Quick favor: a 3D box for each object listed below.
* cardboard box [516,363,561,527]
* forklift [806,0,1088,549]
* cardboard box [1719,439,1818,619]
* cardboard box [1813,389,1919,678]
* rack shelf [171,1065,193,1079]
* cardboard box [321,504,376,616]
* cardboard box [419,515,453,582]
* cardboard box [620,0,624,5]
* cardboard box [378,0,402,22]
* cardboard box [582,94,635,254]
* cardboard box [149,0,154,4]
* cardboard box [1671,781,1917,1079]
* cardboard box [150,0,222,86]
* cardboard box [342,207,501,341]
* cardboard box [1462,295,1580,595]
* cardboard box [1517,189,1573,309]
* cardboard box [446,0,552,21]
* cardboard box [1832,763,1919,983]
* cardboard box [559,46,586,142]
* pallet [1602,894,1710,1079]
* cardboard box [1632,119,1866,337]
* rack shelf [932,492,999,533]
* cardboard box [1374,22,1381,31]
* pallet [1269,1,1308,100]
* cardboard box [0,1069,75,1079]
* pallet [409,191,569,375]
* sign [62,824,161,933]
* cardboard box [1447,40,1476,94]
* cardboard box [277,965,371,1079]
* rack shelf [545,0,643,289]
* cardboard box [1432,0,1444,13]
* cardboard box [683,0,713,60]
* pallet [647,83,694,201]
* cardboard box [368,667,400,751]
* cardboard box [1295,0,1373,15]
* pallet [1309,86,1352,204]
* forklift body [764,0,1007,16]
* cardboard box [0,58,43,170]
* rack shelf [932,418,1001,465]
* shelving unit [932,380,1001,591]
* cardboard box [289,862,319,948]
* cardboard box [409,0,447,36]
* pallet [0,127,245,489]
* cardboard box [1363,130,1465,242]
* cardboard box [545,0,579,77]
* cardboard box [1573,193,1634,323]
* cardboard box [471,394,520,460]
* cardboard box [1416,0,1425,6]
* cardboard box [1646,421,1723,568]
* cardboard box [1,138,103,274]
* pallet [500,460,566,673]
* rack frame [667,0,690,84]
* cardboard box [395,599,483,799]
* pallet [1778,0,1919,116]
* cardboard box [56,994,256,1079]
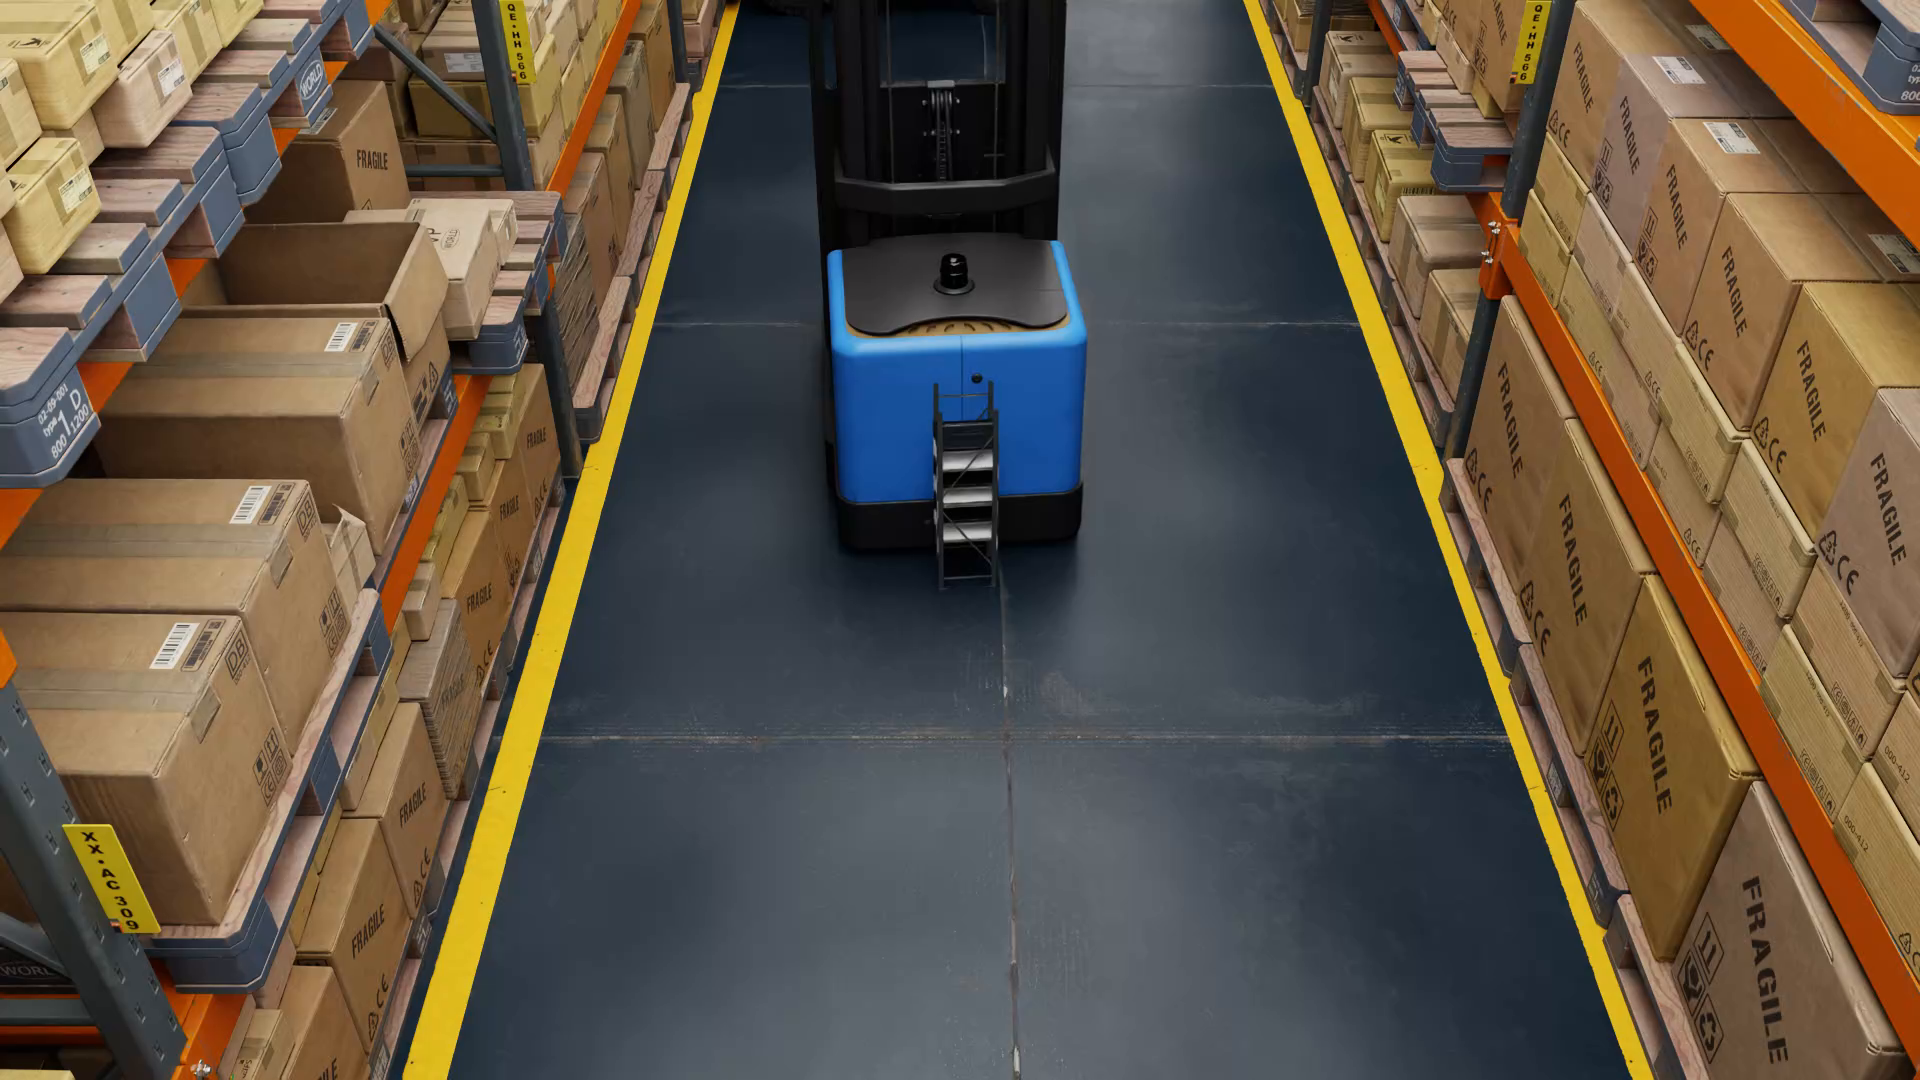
[{"bbox_3d":[-2.022,-0.404,7.019,0.500,0.500,0.500,1,39,1],"label":"cardboard box"},{"bbox_3d":[-0.121,-2.014,7.420,1.130,2.935,3.031,-3,39,-4],"label":"forklift"},{"bbox_3d":[2.473,-0.033,4.613,0.500,0.250,0.500,1,39,1],"label":"cardboard box"},{"bbox_3d":[2.471,-0.017,3.993,0.500,0.500,0.500,1,39,1],"label":"cardboard box"},{"bbox_3d":[-2.231,2.553,2.241,1.077,0.370,4.000,0,39,0],"label":"rack shelf"},{"bbox_3d":[-1.851,0.041,4.572,0.396,0.266,0.258,2,39,2],"label":"cardboard box"},{"bbox_3d":[-2.040,0.043,5.942,0.380,0.149,0.250,-1,39,-1],"label":"cardboard box"},{"bbox_3d":[-2.004,-2.983,8.694,0.500,0.250,0.500,0,39,0],"label":"cardboard box"},{"bbox_3d":[-2.552,-2.139,6.922,0.380,0.149,0.250,1,39,1],"label":"cardboard box"},{"bbox_3d":[-2.234,-1.937,8.832,0.875,0.625,0.625,-2,39,-2],"label":"cardboard box"},{"bbox_3d":[-1.910,-1.204,3.502,0.380,0.149,0.250,0,39,1],"label":"cardboard box"},{"bbox_3d":[2.650,1.293,4.601,0.875,0.875,0.875,1,39,1],"label":"cardboard box"},{"bbox_3d":[-1.839,-1.080,3.586,0.380,0.149,0.250,0,39,-1],"label":"cardboard box"},{"bbox_3d":[-1.913,-0.926,5.791,0.500,0.250,0.500,-2,39,-2],"label":"cardboard box"},{"bbox_3d":[2.644,-0.389,6.700,0.875,0.875,0.875,0,39,0],"label":"cardboard box"},{"bbox_3d":[2.475,-1.121,6.371,0.500,0.250,0.500,-1,39,-1],"label":"cardboard box"},{"bbox_3d":[-1.971,-2.300,7.122,0.380,0.149,0.250,1,39,1],"label":"cardboard box"},{"bbox_3d":[2.478,0.793,3.981,0.500,0.250,0.500,-1,39,-1],"label":"cardboard box"},{"bbox_3d":[-1.989,-2.014,7.484,0.500,0.250,0.500,-1,39,-1],"label":"cardboard box"},{"bbox_3d":[2.655,1.621,5.059,1.003,0.211,1.213,0,39,0],"label":"pallet"},{"bbox_3d":[2.478,-0.973,5.186,0.500,0.500,0.500,1,39,1],"label":"cardboard box"},{"bbox_3d":[0.023,-0.114,6.870,0.258,0.077,0.200,-3,39,-4],"label":"rack shelf"},{"bbox_3d":[2.991,-3.448,11.016,0.500,0.250,0.500,-2,39,-2],"label":"cardboard box"},{"bbox_3d":[2.685,-3.319,11.223,1.003,0.211,1.213,0,39,0],"label":"pallet"},{"bbox_3d":[-1.988,1.282,3.134,0.500,0.250,0.500,1,39,1],"label":"cardboard box"},{"bbox_3d":[-2.167,-0.982,6.230,1.213,0.211,1.003,0,39,0],"label":"pallet"},{"bbox_3d":[-1.690,0.678,3.313,0.100,0.325,0.005,0,39,0],"label":"sign"},{"bbox_3d":[2.373,-2.082,7.314,0.380,0.149,0.250,0,39,0],"label":"cardboard box"},{"bbox_3d":[-2.008,1.530,4.605,0.500,0.500,0.500,2,39,2],"label":"cardboard box"},{"bbox_3d":[-2.240,-2.450,8.484,1.077,0.370,4.000,0,39,0],"label":"rack shelf"},{"bbox_3d":[2.434,-2.728,7.602,0.500,0.500,0.500,-3,39,-3],"label":"cardboard box"},{"bbox_3d":[-1.912,-3.375,10.926,0.500,0.250,0.500,0,39,0],"label":"cardboard box"},{"bbox_3d":[-2.202,-2.433,10.117,1.003,0.211,1.213,0,39,0],"label":"pallet"},{"bbox_3d":[-2.031,0.539,5.324,0.380,0.149,0.250,1,39,2],"label":"cardboard box"},{"bbox_3d":[2.453,-3.741,10.783,0.500,0.500,0.500,-1,39,-1],"label":"cardboard box"},{"bbox_3d":[2.724,-2.413,10.092,1.003,0.211,1.213,0,39,0],"label":"pallet"},{"bbox_3d":[-0.420,-4.967,11.729,2.313,2.155,1.214,0,39,0],"label":"forklift body"},{"bbox_3d":[-1.866,-0.724,2.904,0.380,0.149,0.250,1,39,1],"label":"cardboard box"},{"bbox_3d":[0.023,-0.395,6.645,0.258,0.077,0.200,-3,39,-4],"label":"rack shelf"},{"bbox_3d":[0.023,-0.211,6.793,0.258,0.900,0.210,-3,39,-4],"label":"shelving unit"},{"bbox_3d":[-2.057,1.021,4.721,0.380,0.149,0.250,-2,39,-2],"label":"cardboard box"},{"bbox_3d":[-2.518,-2.217,7.338,0.500,0.250,0.500,0,39,0],"label":"cardboard box"},{"bbox_3d":[-2.163,-0.484,3.207,1.213,0.211,1.003,0,39,0],"label":"pallet"},{"bbox_3d":[2.731,-1.914,9.005,0.950,0.372,0.625,1,39,1],"label":"cardboard box"},{"bbox_3d":[-1.993,-2.208,7.326,0.500,0.250,0.500,1,39,1],"label":"cardboard box"},{"bbox_3d":[2.479,-0.982,5.797,0.500,0.250,0.500,1,39,1],"label":"cardboard box"},{"bbox_3d":[-1.952,-0.442,6.548,0.380,0.149,0.250,-2,39,-2],"label":"cardboard box"},{"bbox_3d":[2.410,-2.726,8.118,0.380,0.149,0.250,-1,39,-1],"label":"cardboard box"},{"bbox_3d":[2.492,-0.164,5.175,0.500,0.250,0.500,0,39,0],"label":"cardboard box"},{"bbox_3d":[-1.801,-0.603,2.991,0.380,0.149,0.250,0,39,0],"label":"cardboard box"},{"bbox_3d":[-2.274,0.075,6.988,1.003,0.211,1.213,0,39,0],"label":"pallet"},{"bbox_3d":[-2.242,-3.982,9.820,1.000,3.000,0.127,0,39,0],"label":"rack frame"},{"bbox_3d":[-2.009,0.561,5.815,0.500,0.500,0.500,-1,39,-2],"label":"cardboard box"},{"bbox_3d":[2.784,-1.481,4.452,1.003,0.211,1.213,2,39,2],"label":"pallet"},{"bbox_3d":[-2.028,1.239,4.212,0.380,0.149,0.250,-1,39,-1],"label":"cardboard box"}]
